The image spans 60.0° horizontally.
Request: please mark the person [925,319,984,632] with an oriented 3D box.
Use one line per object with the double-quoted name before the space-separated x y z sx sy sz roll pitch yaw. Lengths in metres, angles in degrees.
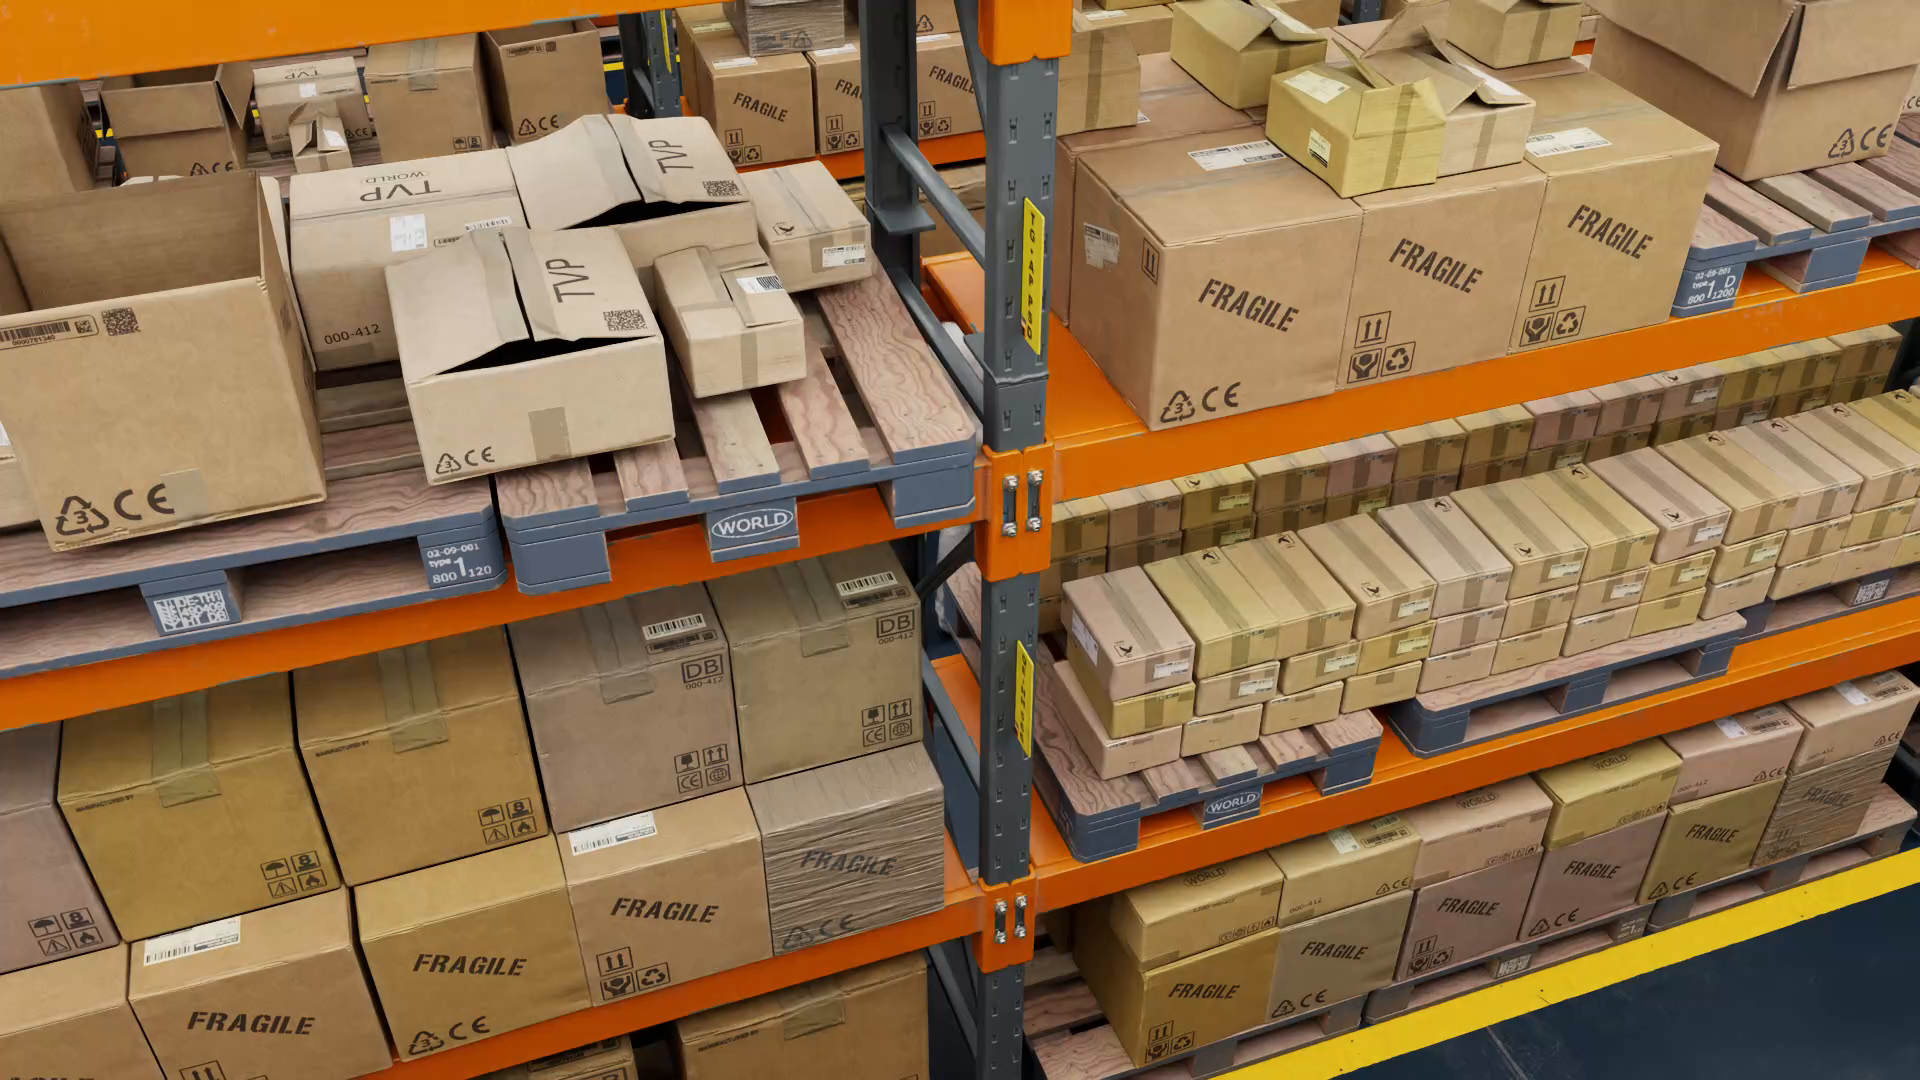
"person" -0.081 -0.523 7.461 0.585 1.725 0.980 1 38 1
